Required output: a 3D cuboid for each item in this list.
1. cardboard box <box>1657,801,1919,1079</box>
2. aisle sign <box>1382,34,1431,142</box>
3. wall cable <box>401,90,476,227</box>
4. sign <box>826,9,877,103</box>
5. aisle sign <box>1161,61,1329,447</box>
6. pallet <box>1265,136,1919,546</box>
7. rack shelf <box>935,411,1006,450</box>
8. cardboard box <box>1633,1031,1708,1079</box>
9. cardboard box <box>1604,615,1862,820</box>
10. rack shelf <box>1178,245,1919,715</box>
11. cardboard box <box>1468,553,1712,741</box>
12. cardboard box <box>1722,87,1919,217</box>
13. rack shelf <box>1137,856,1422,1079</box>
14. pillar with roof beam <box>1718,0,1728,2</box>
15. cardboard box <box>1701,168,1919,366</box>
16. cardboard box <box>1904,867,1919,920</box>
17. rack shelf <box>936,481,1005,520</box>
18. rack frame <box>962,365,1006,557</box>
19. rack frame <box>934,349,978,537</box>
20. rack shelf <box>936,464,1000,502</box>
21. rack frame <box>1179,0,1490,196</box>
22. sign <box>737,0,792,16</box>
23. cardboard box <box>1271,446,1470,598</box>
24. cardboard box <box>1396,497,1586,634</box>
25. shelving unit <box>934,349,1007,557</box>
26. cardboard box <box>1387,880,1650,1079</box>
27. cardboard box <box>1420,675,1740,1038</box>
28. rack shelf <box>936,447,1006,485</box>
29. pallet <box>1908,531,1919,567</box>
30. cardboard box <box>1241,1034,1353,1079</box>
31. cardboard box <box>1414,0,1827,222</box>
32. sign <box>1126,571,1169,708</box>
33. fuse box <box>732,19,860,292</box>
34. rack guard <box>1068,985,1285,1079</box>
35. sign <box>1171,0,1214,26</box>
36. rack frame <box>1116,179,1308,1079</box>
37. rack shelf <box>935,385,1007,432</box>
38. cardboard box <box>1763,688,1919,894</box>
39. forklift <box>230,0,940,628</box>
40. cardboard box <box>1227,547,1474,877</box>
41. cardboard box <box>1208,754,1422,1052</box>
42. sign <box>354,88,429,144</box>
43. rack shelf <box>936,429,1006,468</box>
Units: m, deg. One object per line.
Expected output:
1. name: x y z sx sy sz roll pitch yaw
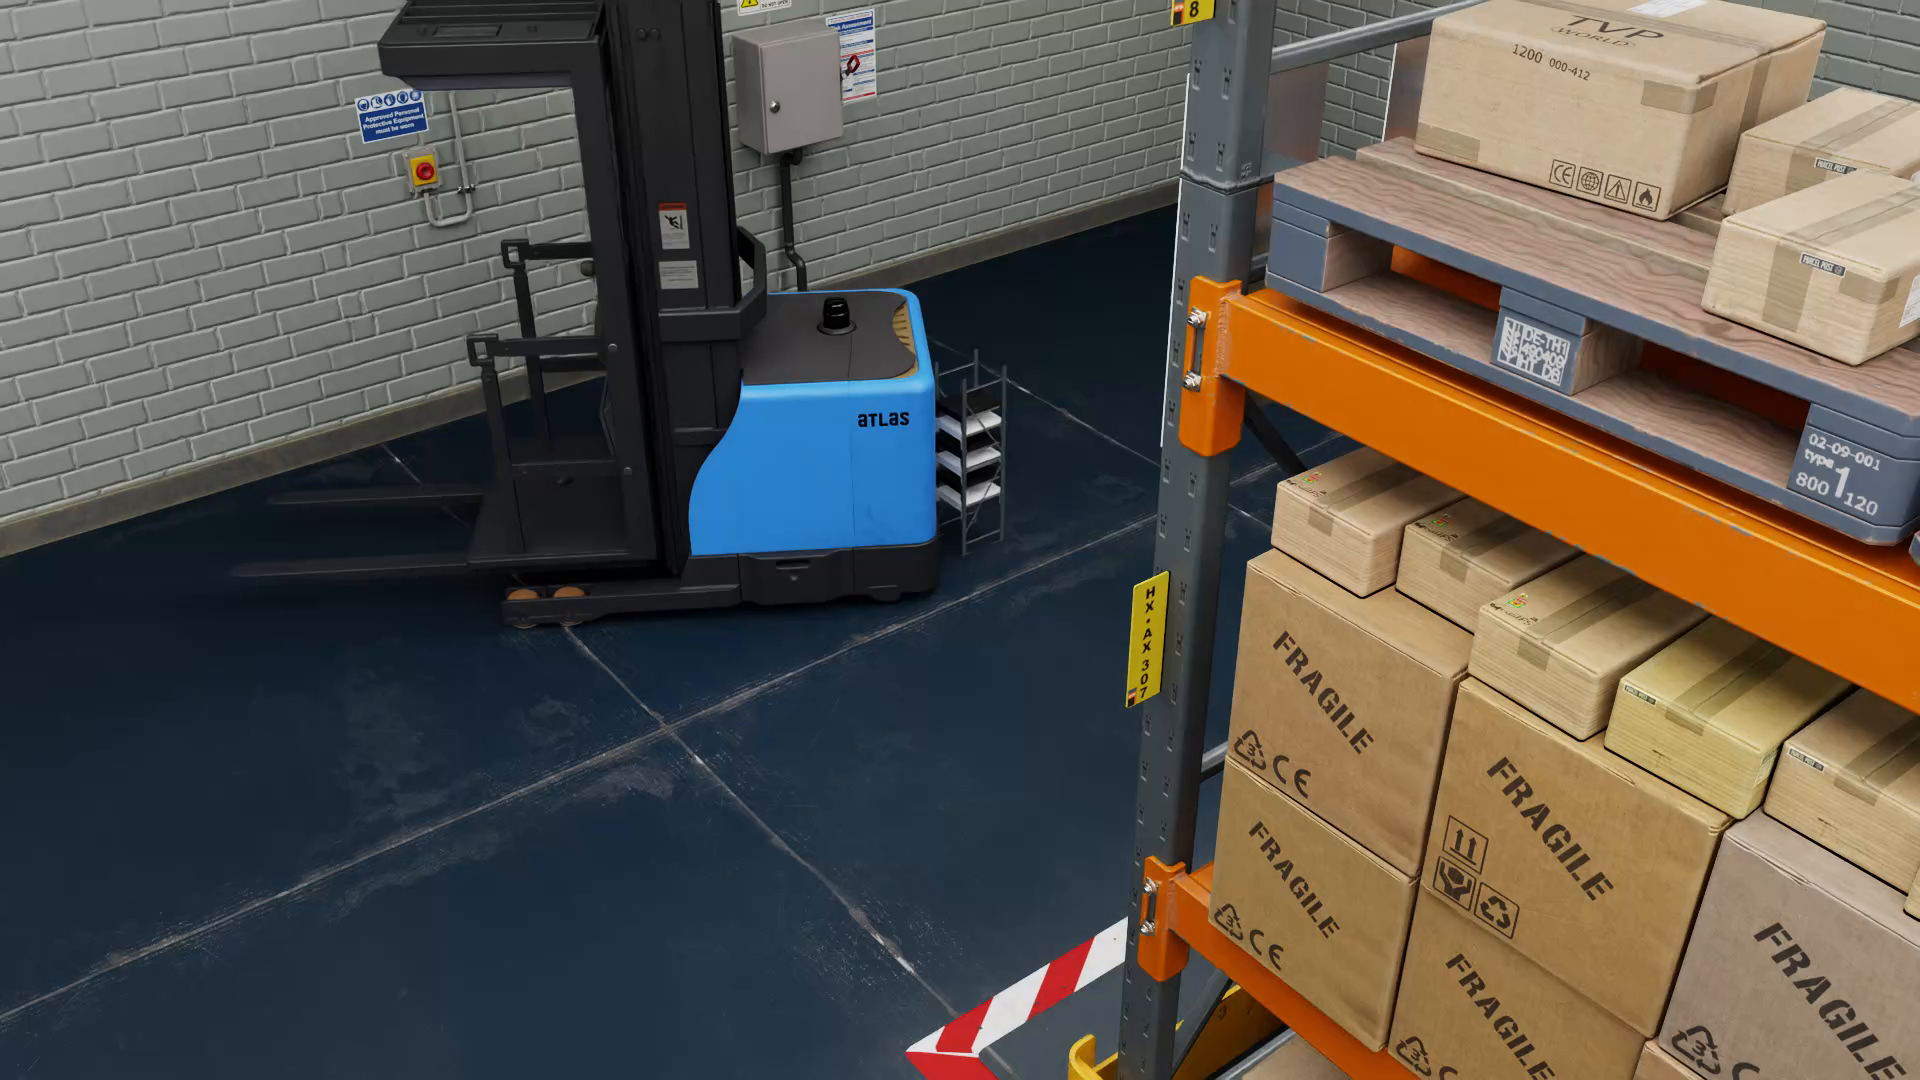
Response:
1. cardboard box: 1.567 0.696 2.744 0.500 0.500 0.500 -23 38 -32
2. aisle sign: 1.054 -0.789 3.713 0.394 0.787 0.004 -22 38 -31
3. wall cable: -2.623 -2.342 7.684 0.585 1.953 0.123 -22 38 -31
4. sign: -0.611 -2.721 9.378 0.329 0.494 0.001 -22 38 -31
5. aisle sign: 0.580 -0.595 3.400 0.394 0.787 0.004 -22 38 -31
6. pallet: 1.316 -0.485 2.929 1.003 0.211 1.213 -22 38 -31
7. rack shelf: 0.045 -0.512 7.443 0.258 0.077 0.200 -22 38 -31
8. cardboard box: 1.551 1.116 3.016 0.500 0.500 0.500 -23 38 -32
9. cardboard box: 1.314 0.276 2.805 0.380 0.149 0.250 -24 39 -33
10. rack shelf: 2.080 0.311 2.245 1.077 0.370 4.000 -22 38 -31
11. cardboard box: 1.138 0.172 2.972 0.380 0.149 0.250 -21 38 -30
12. cardboard box: 1.521 -0.635 2.832 0.380 0.149 0.250 -26 40 -35
13. rack shelf: 2.080 1.585 3.037 1.077 0.370 4.000 -22 38 -31
14. pillar with roof beam: 0.430 -3.733 5.231 9.100 9.000 0.400 -22 38 -31
15. cardboard box: 1.339 -0.415 2.477 0.380 0.149 0.250 -21 37 -30
16. cardboard box: 1.636 0.486 2.467 0.380 0.149 0.250 -22 38 -31
17. rack shelf: 0.045 -0.206 7.633 0.258 0.077 0.200 -22 38 -31
18. rack frame: 0.106 -0.344 7.451 0.240 0.900 0.006 -22 38 -31
19. rack frame: -0.017 -0.430 7.589 0.240 0.900 0.006 -22 38 -31
20. rack shelf: 0.045 -0.282 7.585 0.258 0.077 0.200 -22 38 -31
21. rack frame: 0.853 -2.103 2.606 1.000 3.000 0.127 -22 38 -31
22. sign: -1.045 -2.935 8.849 0.339 0.242 0.001 -22 38 -31
23. cardboard box: 0.852 -0.059 3.345 0.380 0.149 0.250 -21 38 -30
24. cardboard box: 1.069 0.027 3.207 0.380 0.149 0.250 -21 38 -30
25. shelving unit: 0.045 -0.387 7.520 0.258 0.900 0.210 -22 38 -31
26. cardboard box: 1.253 0.898 3.366 0.500 0.500 0.500 -23 38 -32
27. cardboard box: 1.245 0.484 3.085 0.500 0.500 0.500 -23 39 -33
28. rack shelf: 0.045 -0.359 7.538 0.258 0.077 0.200 -22 38 -31
29. pallet: 2.069 0.024 2.110 1.003 0.211 1.213 -22 38 -31
30. cardboard box: 1.337 1.599 4.364 0.875 0.438 0.875 -24 39 -33
31. cardboard box: 1.200 -0.827 3.045 0.500 0.250 0.500 -26 40 -36
32. sign: 0.411 0.221 3.655 0.100 0.325 0.005 -22 38 -31
33. fuse box: -0.874 -1.968 9.297 0.539 1.711 0.414 -22 38 -31
34. rack guard: 0.839 1.498 4.865 1.175 0.500 0.348 -22 38 -31
35. sign: 0.411 -1.056 2.861 0.100 0.325 0.005 -22 38 -31
36. rack frame: 0.853 0.446 4.189 1.000 3.000 0.127 -22 38 -31
37. rack shelf: 0.045 -0.588 7.395 0.258 0.077 0.200 -22 38 -31
38. cardboard box: 1.516 0.368 2.657 0.380 0.149 0.250 -22 38 -31
39. forklift: -1.639 -1.159 6.838 3.031 2.935 1.130 -3 32 -5
40. cardboard box: 0.923 0.271 3.428 0.500 0.500 0.500 -23 39 -32
41. cardboard box: 0.921 0.696 3.691 0.500 0.500 0.500 -23 38 -32
42. sign: -2.699 -2.021 7.905 0.327 0.218 0.001 -22 38 -31
43. rack shelf: 0.045 -0.435 7.490 0.258 0.077 0.200 -22 38 -31
